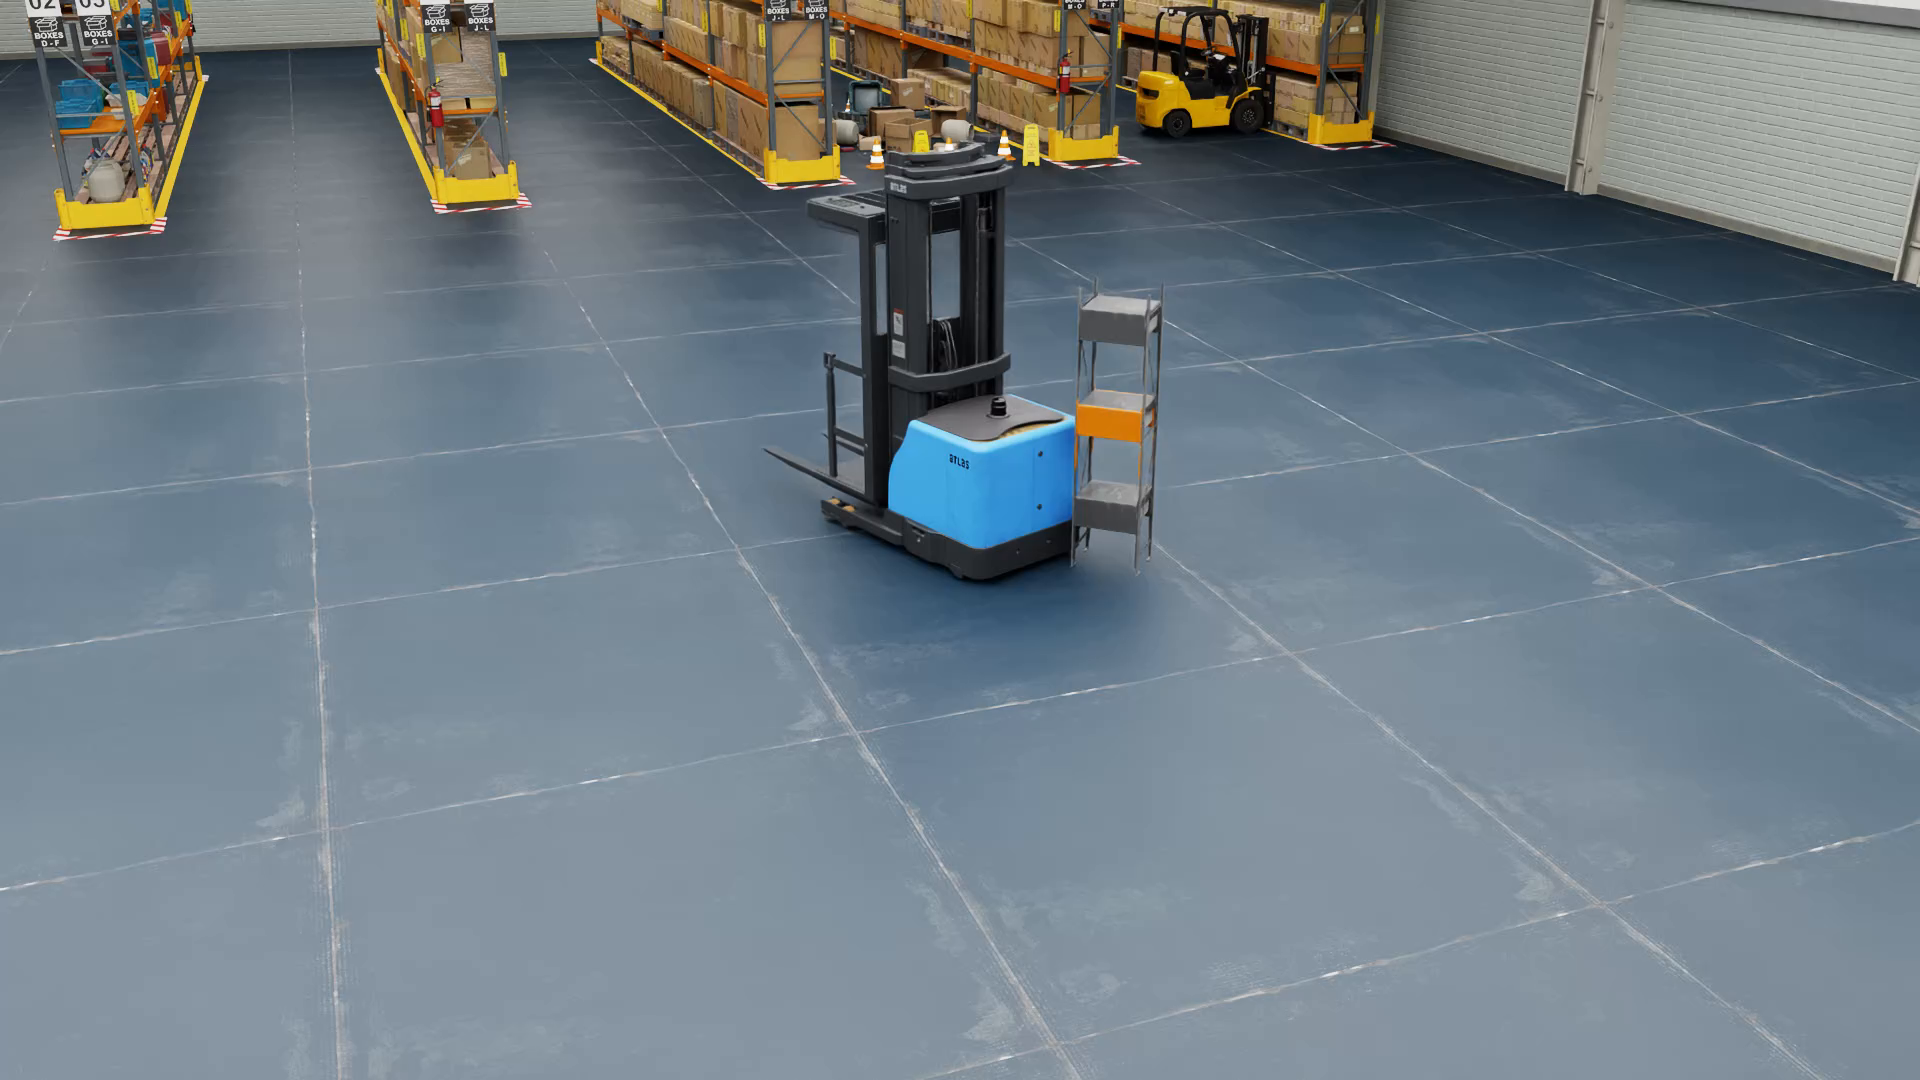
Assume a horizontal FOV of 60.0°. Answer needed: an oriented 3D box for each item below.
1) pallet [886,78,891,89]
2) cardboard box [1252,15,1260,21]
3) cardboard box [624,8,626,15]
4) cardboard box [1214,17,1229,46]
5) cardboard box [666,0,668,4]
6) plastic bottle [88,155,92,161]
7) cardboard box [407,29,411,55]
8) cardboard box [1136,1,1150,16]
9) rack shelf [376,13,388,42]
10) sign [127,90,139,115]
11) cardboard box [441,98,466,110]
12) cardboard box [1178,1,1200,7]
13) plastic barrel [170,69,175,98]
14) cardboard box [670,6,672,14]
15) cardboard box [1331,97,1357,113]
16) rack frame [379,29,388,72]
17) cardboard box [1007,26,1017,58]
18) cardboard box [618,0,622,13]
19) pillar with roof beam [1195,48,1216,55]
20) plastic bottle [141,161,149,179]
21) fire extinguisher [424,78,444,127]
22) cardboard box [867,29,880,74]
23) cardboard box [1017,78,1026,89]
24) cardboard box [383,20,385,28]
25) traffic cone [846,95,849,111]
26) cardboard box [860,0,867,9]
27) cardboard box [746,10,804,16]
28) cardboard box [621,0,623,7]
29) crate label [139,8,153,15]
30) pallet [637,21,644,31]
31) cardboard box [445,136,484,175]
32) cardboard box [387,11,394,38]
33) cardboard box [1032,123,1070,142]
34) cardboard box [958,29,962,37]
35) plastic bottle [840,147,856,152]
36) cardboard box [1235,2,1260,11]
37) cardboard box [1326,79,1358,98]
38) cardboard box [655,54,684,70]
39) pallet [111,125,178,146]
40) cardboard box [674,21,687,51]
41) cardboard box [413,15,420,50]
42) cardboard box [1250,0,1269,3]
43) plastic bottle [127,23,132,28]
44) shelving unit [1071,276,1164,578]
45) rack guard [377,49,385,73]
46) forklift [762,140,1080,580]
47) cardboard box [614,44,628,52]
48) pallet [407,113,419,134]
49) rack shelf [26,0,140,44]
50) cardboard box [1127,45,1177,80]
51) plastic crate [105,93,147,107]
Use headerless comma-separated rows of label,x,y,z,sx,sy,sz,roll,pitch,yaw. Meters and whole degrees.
pallet,-0.930,-9.724,35.550,1.003,0.211,1.213,-8,24,-19
cardboard box,5.625,-9.666,30.857,0.380,0.149,0.250,-9,25,-21
cardboard box,-6.918,-11.222,35.295,0.380,0.149,0.250,-8,24,-18
cardboard box,5.246,-9.791,31.988,0.500,0.500,0.500,-9,24,-20
cardboard box,-5.850,-11.112,34.268,0.380,0.149,0.250,-9,24,-20
plastic bottle,-13.100,-5.629,25.087,0.144,0.351,0.185,-9,24,-19
cardboard box,-9.279,-8.758,28.993,0.797,0.503,0.637,-6,24,-14
cardboard box,4.024,-11.179,34.962,0.500,0.250,0.500,-8,24,-17
rack shelf,-12.113,-11.202,36.391,1.077,0.370,4.000,-8,24,-19
sign,-11.284,-5.968,22.691,0.100,0.325,0.005,-8,24,-19
cardboard box,-7.461,-6.406,24.409,0.380,0.149,0.250,-8,24,-19
cardboard box,4.609,-10.749,33.427,0.380,0.149,0.250,-9,24,-20
plastic barrel,-15.863,-9.153,32.766,0.600,0.901,0.708,-8,24,-19
cardboard box,-5.756,-10.882,34.107,0.380,0.149,0.250,-9,24,-19
cardboard box,6.775,-7.844,29.855,0.500,0.250,0.500,-8,24,-18
rack frame,-12.819,-12.260,37.975,1.000,3.000,0.127,-8,24,-19
cardboard box,1.147,-8.700,29.018,0.500,0.500,0.500,-8,24,-18
cardboard box,-7.165,-11.770,36.302,0.500,0.500,0.500,-8,24,-19
pillar with roof beam,1.197,-13.219,32.527,9.100,9.000,0.400,-8,24,-19
plastic bottle,-12.306,-5.574,25.060,0.097,0.271,0.097,0,23,0
fire extinguisher,-7.558,-6.306,23.948,0.296,0.674,0.183,-8,24,-19
cardboard box,-1.515,-10.839,36.799,0.875,0.875,0.875,-8,24,-17
cardboard box,1.207,-7.944,28.935,0.380,0.149,0.250,-7,24,-17
cardboard box,-11.912,-10.850,34.954,0.380,0.149,0.250,-8,24,-18
traffic cone,-2.095,-8.317,31.887,0.336,0.463,0.334,-8,24,-19
cardboard box,-1.880,-11.756,36.330,0.500,0.250,0.500,-8,24,-18
cardboard box,-2.937,-8.206,26.774,0.875,0.550,0.550,-8,24,-19
cardboard box,-7.021,-11.459,35.474,0.380,0.149,0.250,-8,24,-18
crate label,-17.673,-11.396,36.064,0.416,0.233,0.303,-8,24,-19
pallet,-6.055,-10.622,34.337,1.003,0.211,1.213,-8,24,-19
cardboard box,-7.615,-5.929,25.634,0.500,0.500,0.500,-2,23,-5
cardboard box,-11.123,-10.287,33.165,0.500,0.500,0.500,-9,24,-20
cardboard box,1.558,-6.998,28.490,0.500,0.250,0.500,-8,24,-19
cardboard box,0.174,-9.584,31.410,0.380,0.149,0.250,-9,25,-21
plastic bottle,-1.937,-6.730,28.640,0.283,0.061,0.133,-18,29,-37
cardboard box,5.444,-10.093,31.488,0.380,0.149,0.250,-9,24,-20
cardboard box,6.754,-8.076,29.761,0.500,0.250,0.500,-9,24,-20
cardboard box,-5.804,-9.596,33.369,0.500,0.250,0.500,-9,24,-20
pallet,-14.389,-7.102,29.327,1.003,0.211,1.213,-8,24,-19
cardboard box,-5.051,-9.475,31.239,0.500,0.500,0.500,-8,24,-19
cardboard box,-8.118,-7.802,25.599,0.500,0.500,0.500,-8,24,-19
cardboard box,5.779,-10.252,31.865,0.380,0.149,0.250,-9,24,-20
plastic bottle,-16.204,-9.917,32.480,0.144,0.351,0.185,-8,24,-19
shelving unit,1.124,-0.801,11.947,0.503,2.100,0.431,9,24,20
rack guard,-12.828,-11.117,38.481,1.175,0.500,0.348,-8,24,-19
forklift,-0.440,-1.564,12.686,1.130,2.935,3.031,-18,29,-36
cardboard box,-7.629,-11.161,37.733,0.380,0.149,0.250,-9,25,-21
pallet,-9.718,-7.784,30.946,1.003,0.211,1.213,-8,24,-19
rack shelf,-12.507,-7.544,23.851,1.077,0.370,4.000,-8,24,-19
cardboard box,4.128,-10.266,35.761,0.875,0.625,0.625,-8,24,-17
plastic crate,-12.403,-6.543,24.752,0.530,0.136,0.437,-8,24,-19
